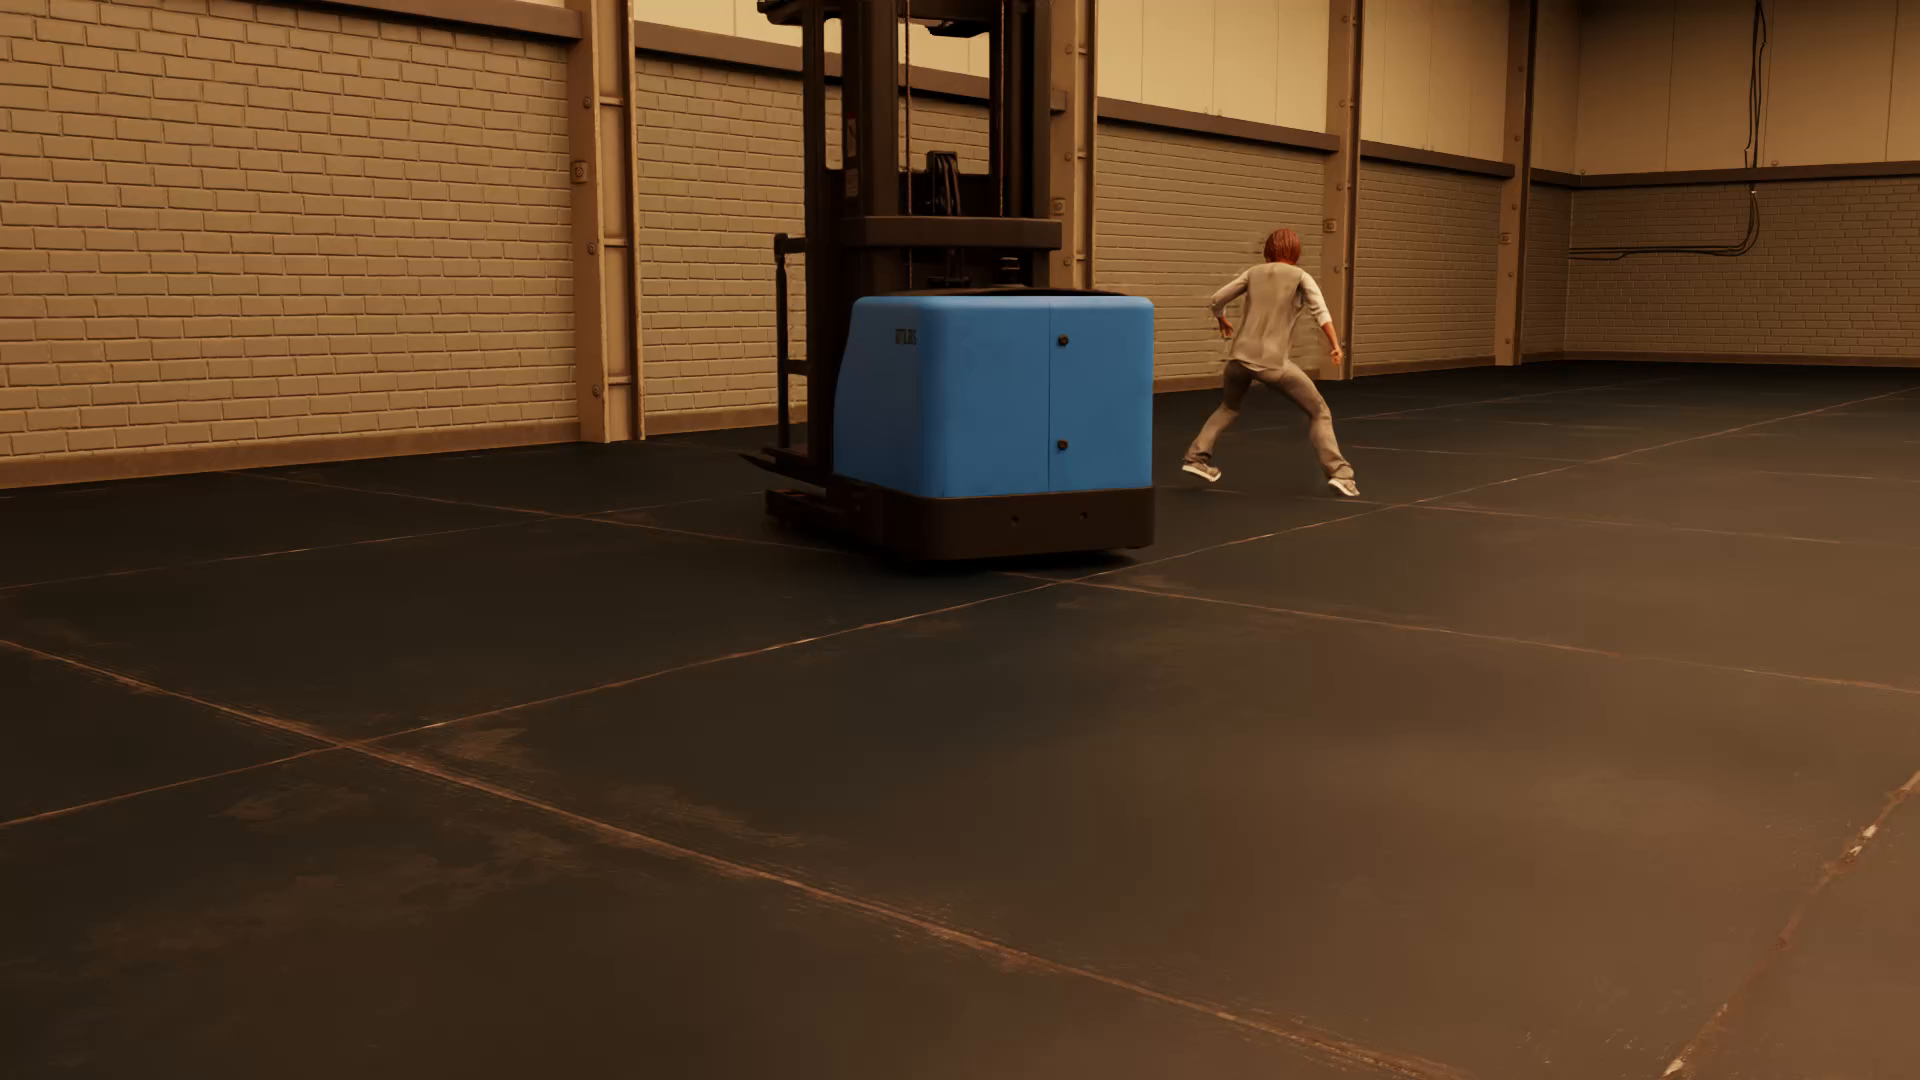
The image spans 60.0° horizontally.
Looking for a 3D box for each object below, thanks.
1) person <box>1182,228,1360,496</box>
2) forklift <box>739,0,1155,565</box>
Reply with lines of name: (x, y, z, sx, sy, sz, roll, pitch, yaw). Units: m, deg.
person: (1.745, -0.942, 9.155, 0.957, 1.532, 0.508, 7, 11, 39)
forklift: (-0.277, -1.526, 7.710, 1.130, 2.935, 3.031, -4, 9, -24)
